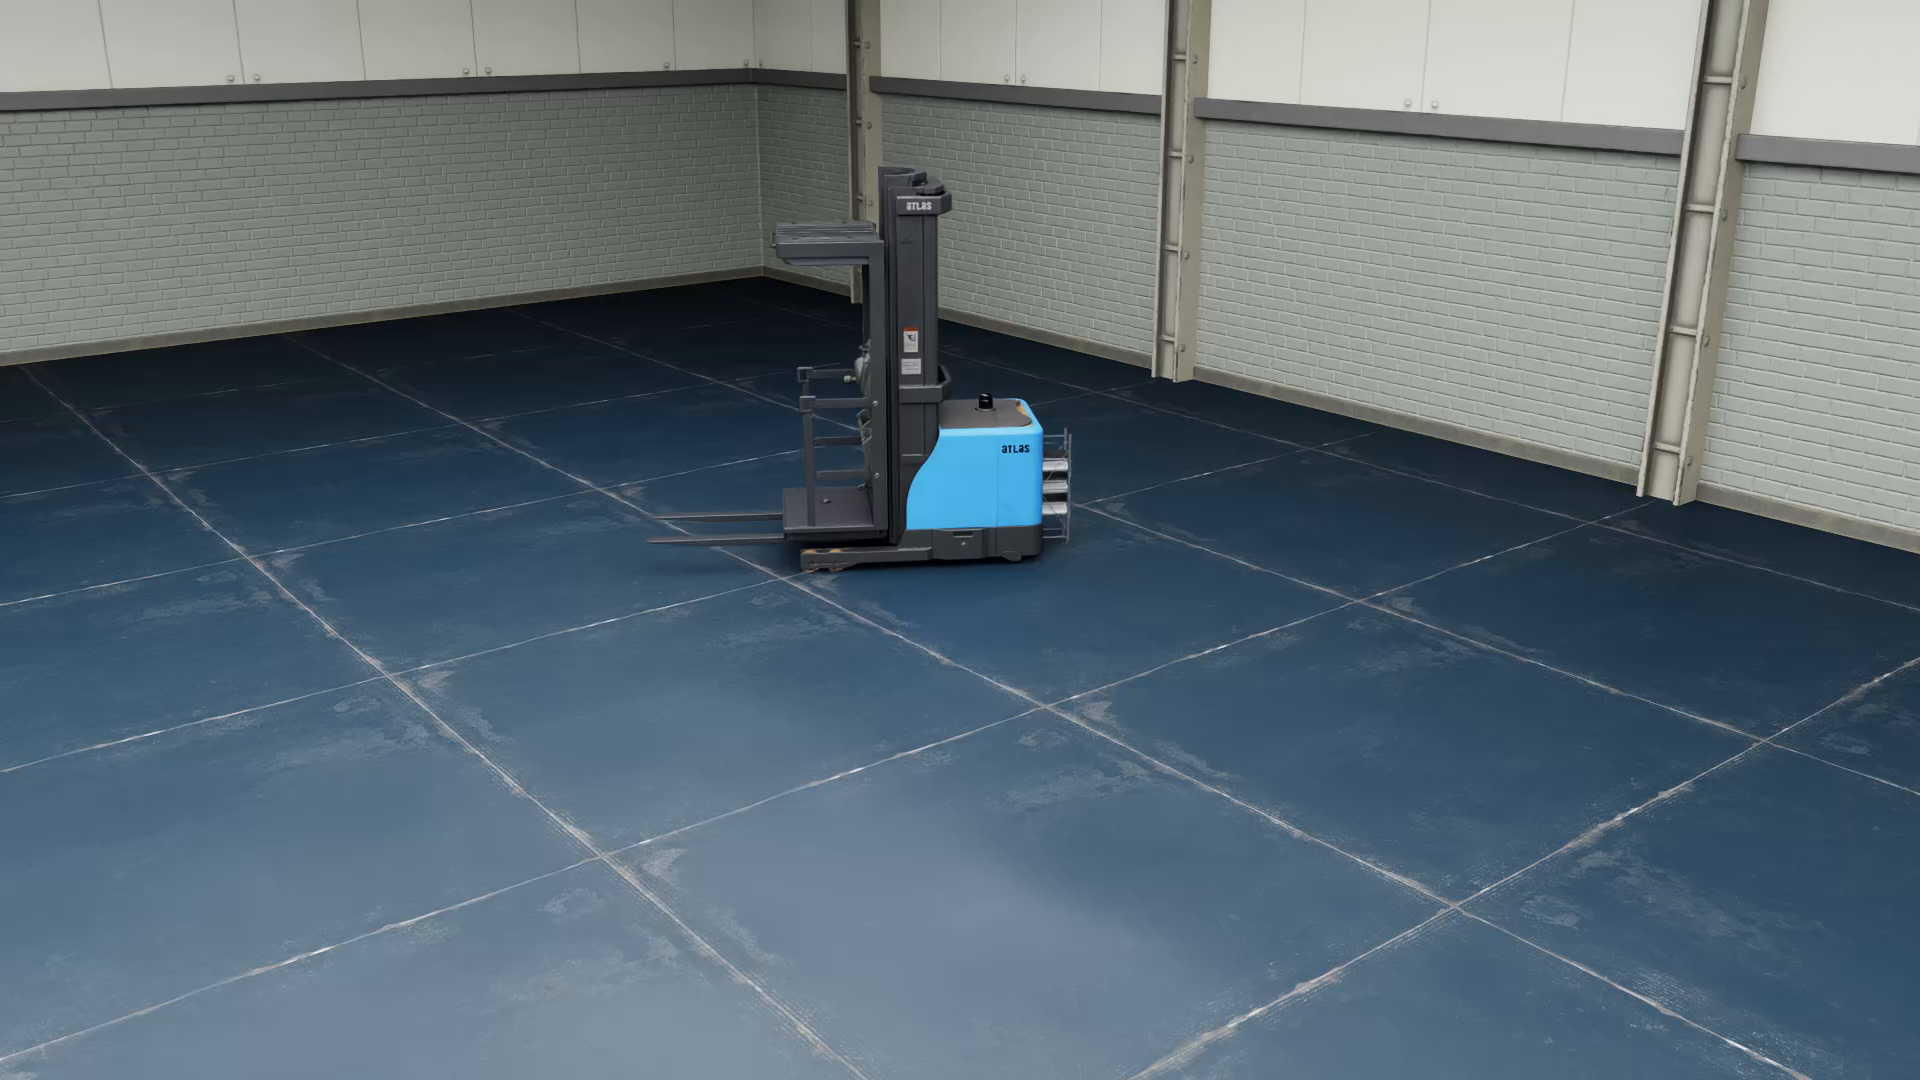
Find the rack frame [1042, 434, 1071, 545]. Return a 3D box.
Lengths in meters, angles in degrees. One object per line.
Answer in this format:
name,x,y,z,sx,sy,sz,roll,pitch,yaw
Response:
rack frame,0.751,-0.394,13.120,0.240,0.900,0.006,-2,18,-6

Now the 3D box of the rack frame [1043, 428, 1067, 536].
rack frame,0.729,-0.457,13.312,0.240,0.900,0.006,-2,18,-6

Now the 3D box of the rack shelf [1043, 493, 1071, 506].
rack shelf,0.740,-0.309,13.255,0.258,0.077,0.200,-2,18,-6

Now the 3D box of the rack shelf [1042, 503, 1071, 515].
rack shelf,0.740,-0.223,13.283,0.258,0.077,0.200,-2,18,-6

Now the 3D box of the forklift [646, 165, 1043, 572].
forklift,-0.909,-1.321,12.690,3.031,2.935,1.130,-2,18,-6

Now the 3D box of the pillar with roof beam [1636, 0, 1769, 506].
pillar with roof beam,2.778,-3.804,10.536,9.100,9.000,0.400,-14,23,-36

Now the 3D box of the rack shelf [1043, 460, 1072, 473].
rack shelf,0.740,-0.565,13.170,0.258,0.077,0.200,-2,18,-6

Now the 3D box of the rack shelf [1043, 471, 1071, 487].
rack shelf,0.740,-0.480,13.198,0.258,0.077,0.200,-2,18,-6

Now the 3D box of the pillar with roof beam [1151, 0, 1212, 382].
pillar with roof beam,-0.947,-5.283,15.000,9.100,9.000,0.400,-14,23,-36

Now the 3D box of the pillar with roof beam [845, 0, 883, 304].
pillar with roof beam,-4.672,-6.761,19.465,9.100,9.000,0.400,-14,23,-36

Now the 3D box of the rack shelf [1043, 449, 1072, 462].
rack shelf,0.740,-0.650,13.142,0.258,0.077,0.200,-2,18,-6

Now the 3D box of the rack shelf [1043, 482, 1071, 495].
rack shelf,0.740,-0.394,13.227,0.258,0.077,0.200,-2,18,-6

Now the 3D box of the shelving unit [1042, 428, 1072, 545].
shelving unit,0.740,-0.426,13.216,0.258,0.900,0.210,-2,18,-6
